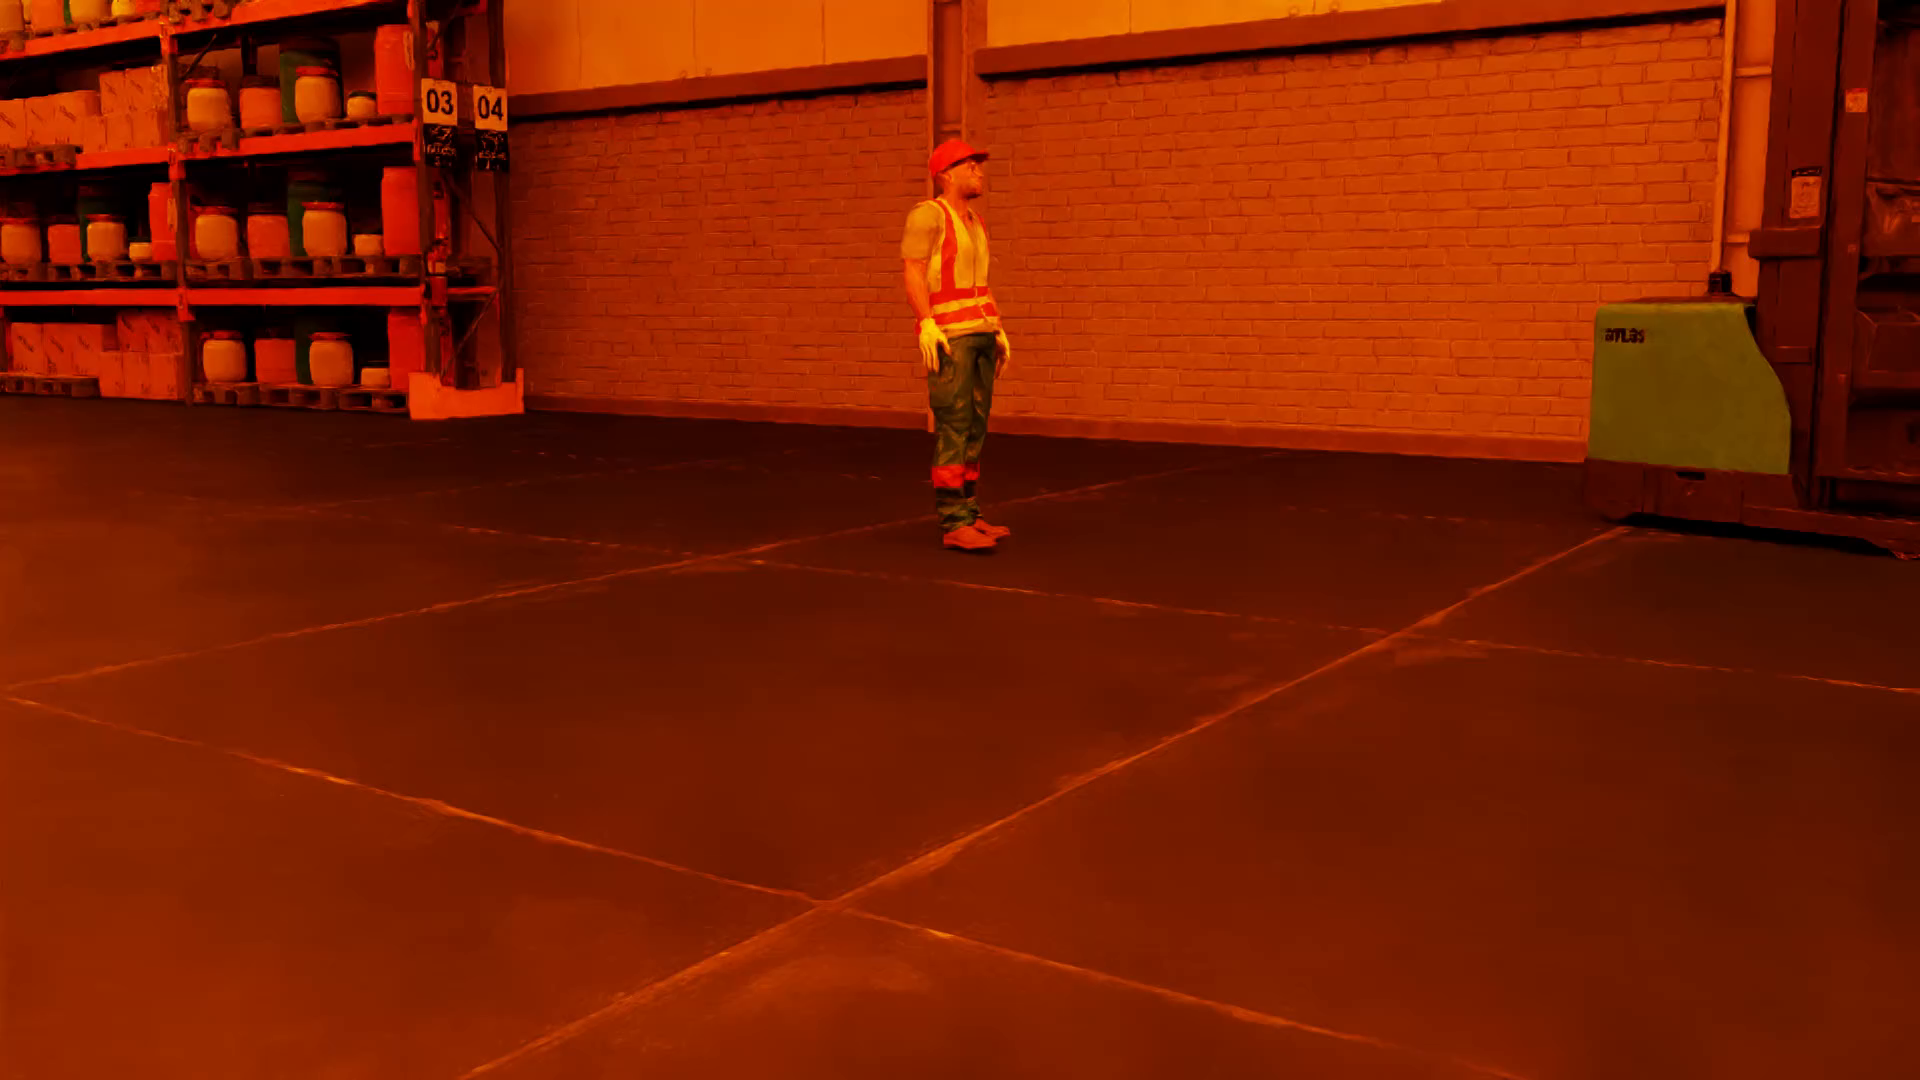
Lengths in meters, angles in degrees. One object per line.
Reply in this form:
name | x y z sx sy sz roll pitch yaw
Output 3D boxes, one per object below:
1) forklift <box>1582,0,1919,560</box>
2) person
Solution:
forklift | 4.372 -1.422 7.193 1.130 2.935 3.031 -6 10 -36
person | 0.060 -0.885 7.423 0.563 1.787 0.637 5 10 34
